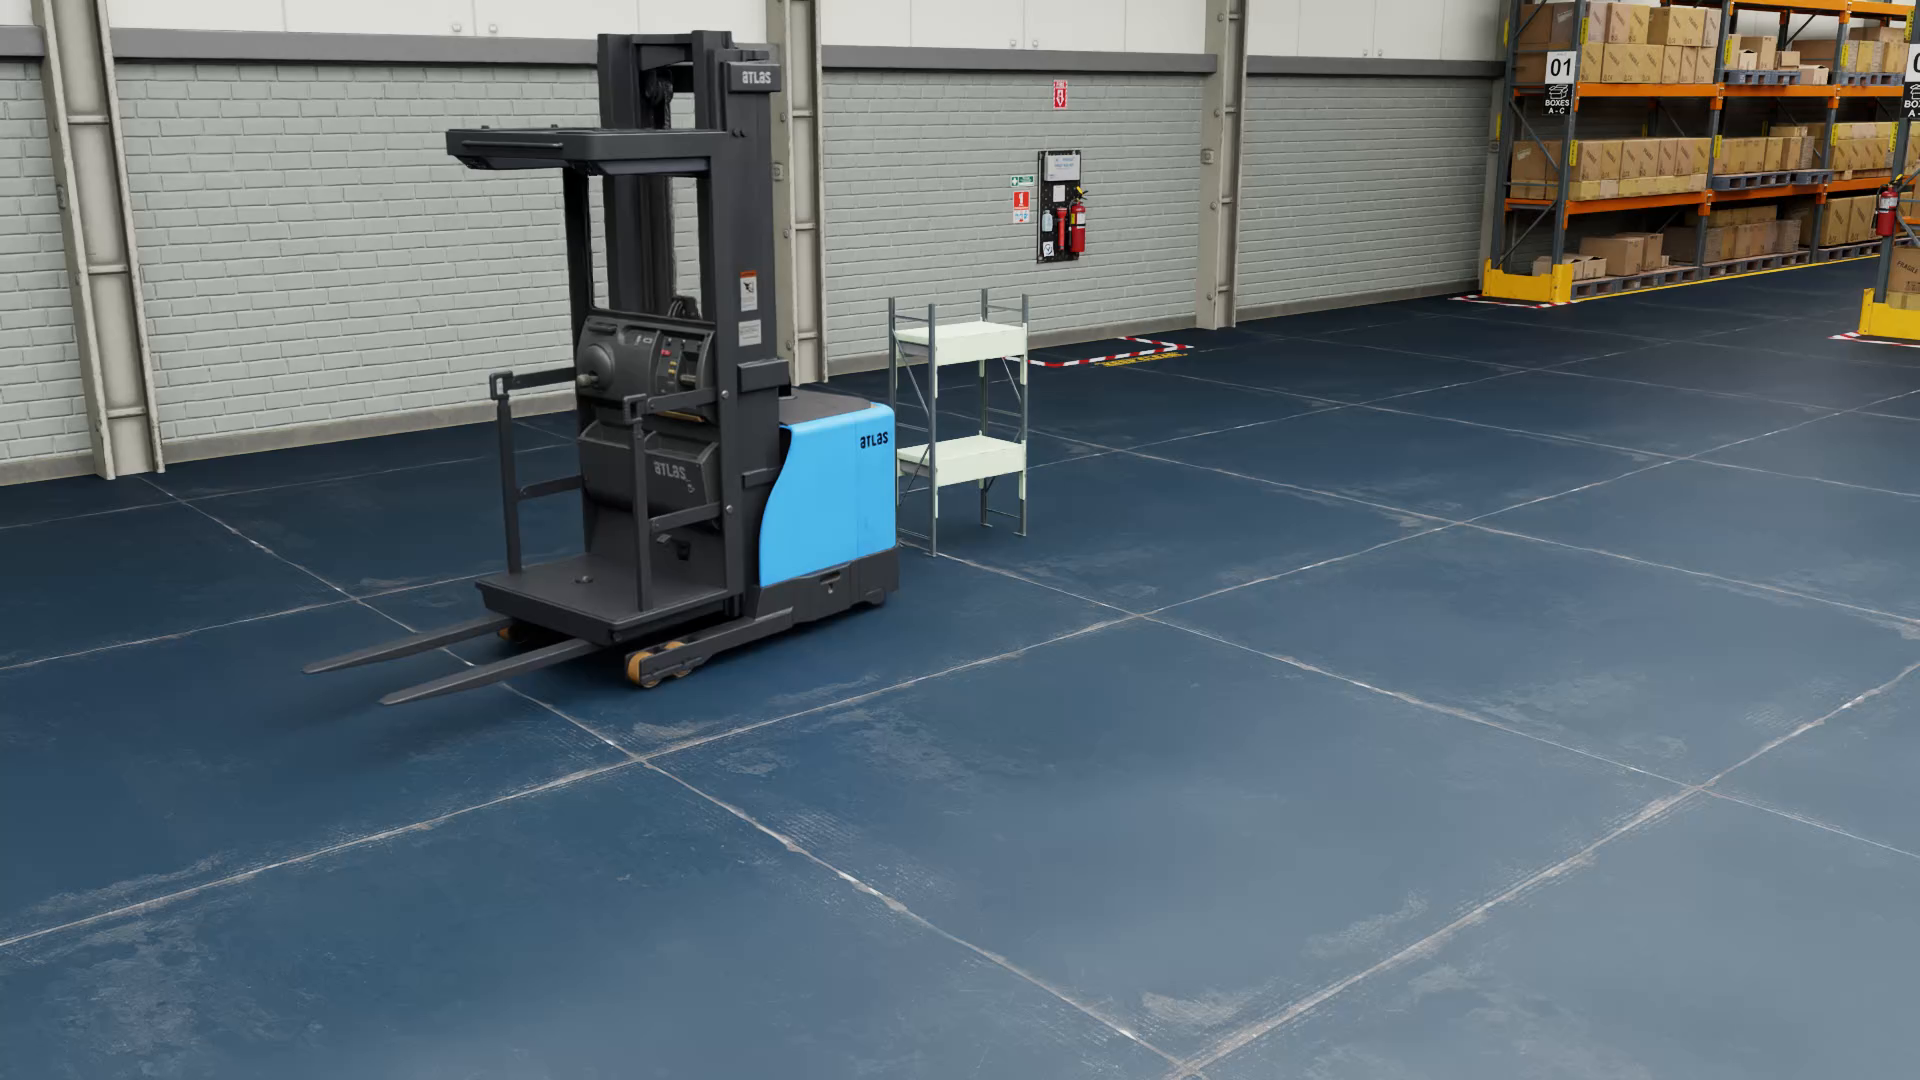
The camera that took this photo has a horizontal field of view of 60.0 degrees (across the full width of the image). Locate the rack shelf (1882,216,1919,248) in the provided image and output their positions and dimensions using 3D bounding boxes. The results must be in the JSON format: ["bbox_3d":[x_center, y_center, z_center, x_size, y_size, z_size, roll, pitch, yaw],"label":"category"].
[{"bbox_3d":[12.349,-3.731,19.801,4.000,0.370,1.077,-13,19,-39],"label":"rack shelf"}]

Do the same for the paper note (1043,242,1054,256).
[{"bbox_3d":[0.951,-3.121,17.829,0.142,0.148,0.016,-13,19,-39],"label":"paper note"}]

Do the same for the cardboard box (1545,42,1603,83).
[{"bbox_3d":[8.002,-6.219,21.675,0.500,0.500,0.500,-12,19,-38],"label":"cardboard box"}]

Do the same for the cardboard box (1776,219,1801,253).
[{"bbox_3d":[13.111,-4.932,26.893,0.500,0.500,0.700,-12,19,-39],"label":"cardboard box"}]

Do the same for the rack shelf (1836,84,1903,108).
[{"bbox_3d":[15.129,-7.500,28.096,4.000,0.370,1.077,-13,19,-39],"label":"rack shelf"}]

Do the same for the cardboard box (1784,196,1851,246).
[{"bbox_3d":[14.261,-5.322,27.715,0.750,0.750,0.750,-13,20,-40],"label":"cardboard box"}]

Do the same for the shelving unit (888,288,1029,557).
[{"bbox_3d":[-0.005,-0.723,10.052,0.755,1.500,0.431,-13,19,-39],"label":"shelving unit"}]

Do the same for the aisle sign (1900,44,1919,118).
[{"bbox_3d":[10.598,-5.042,18.277,0.004,0.787,0.394,-13,19,-39],"label":"aisle sign"}]

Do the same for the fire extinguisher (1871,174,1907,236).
[{"bbox_3d":[10.446,-3.773,18.713,0.183,0.674,0.296,-13,19,-39],"label":"fire extinguisher"}]

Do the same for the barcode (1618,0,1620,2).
[{"bbox_3d":[9.272,-7.597,23.384,0.075,0.075,0.001,-13,19,-39],"label":"barcode"}]

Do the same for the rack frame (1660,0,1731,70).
[{"bbox_3d":[10.603,-8.280,23.810,0.127,3.000,1.000,-13,19,-39],"label":"rack frame"}]

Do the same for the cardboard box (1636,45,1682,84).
[{"bbox_3d":[9.601,-6.571,22.991,0.500,0.500,0.500,-14,20,-41],"label":"cardboard box"}]

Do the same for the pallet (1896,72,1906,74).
[{"bbox_3d":[17.262,-8.280,29.794,1.213,0.211,1.003,-13,19,-39],"label":"pallet"}]

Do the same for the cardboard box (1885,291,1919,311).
[{"bbox_3d":[11.051,-2.763,19.296,0.500,0.250,0.500,-13,19,-39],"label":"cardboard box"}]

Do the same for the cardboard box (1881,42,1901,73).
[{"bbox_3d":[15.524,-8.212,28.323,0.500,0.500,0.700,-13,20,-40],"label":"cardboard box"}]

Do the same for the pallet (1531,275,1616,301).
[{"bbox_3d":[8.279,-3.500,22.945,1.213,0.211,1.003,-13,19,-39],"label":"pallet"}]

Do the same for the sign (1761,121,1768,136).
[{"bbox_3d":[13.254,-6.726,27.374,0.005,0.325,0.100,-13,19,-39],"label":"sign"}]

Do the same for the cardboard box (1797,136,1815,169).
[{"bbox_3d":[13.272,-6.238,26.746,0.700,0.500,0.500,13,20,40],"label":"cardboard box"}]

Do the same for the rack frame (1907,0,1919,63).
[{"bbox_3d":[10.840,-6.639,17.666,0.127,3.000,1.000,-13,19,-39],"label":"rack frame"}]

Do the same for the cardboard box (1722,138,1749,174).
[{"bbox_3d":[11.435,-5.815,25.162,0.500,0.500,0.700,-10,18,-34],"label":"cardboard box"}]

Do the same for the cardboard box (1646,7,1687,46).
[{"bbox_3d":[9.609,-7.049,22.844,0.500,0.500,0.500,-14,20,-41],"label":"cardboard box"}]

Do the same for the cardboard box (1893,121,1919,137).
[{"bbox_3d":[16.453,-7.172,29.025,0.500,0.250,0.500,-12,19,-38],"label":"cardboard box"}]

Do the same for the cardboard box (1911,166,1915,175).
[{"bbox_3d":[16.569,-6.513,29.267,0.250,0.149,0.380,-12,19,-39],"label":"cardboard box"}]

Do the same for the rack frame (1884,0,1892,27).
[{"bbox_3d":[16.638,-9.635,28.884,0.127,3.000,1.000,-13,19,-39],"label":"rack frame"}]

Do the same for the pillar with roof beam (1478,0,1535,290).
[{"bbox_3d":[10.372,-7.051,19.210,0.400,9.000,9.100,-13,19,-39],"label":"pillar with roof beam"}]

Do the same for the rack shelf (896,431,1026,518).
[{"bbox_3d":[-0.005,-0.408,10.136,0.720,0.370,0.431,-13,19,-39],"label":"rack shelf"}]

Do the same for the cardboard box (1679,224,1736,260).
[{"bbox_3d":[11.504,-4.612,25.694,0.500,0.500,0.700,-13,20,-40],"label":"cardboard box"}]

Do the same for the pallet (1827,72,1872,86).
[{"bbox_3d":[14.071,-7.537,27.206,1.003,0.211,1.213,-12,19,-37],"label":"pallet"}]

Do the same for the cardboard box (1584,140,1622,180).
[{"bbox_3d":[8.522,-5.108,22.358,0.500,0.500,0.500,-13,19,-39],"label":"cardboard box"}]

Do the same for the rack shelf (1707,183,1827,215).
[{"bbox_3d":[12.112,-5.373,25.946,4.000,0.370,1.077,-13,19,-39],"label":"rack shelf"}]

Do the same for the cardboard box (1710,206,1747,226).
[{"bbox_3d":[11.867,-5.041,25.847,0.500,0.250,0.500,-13,20,-41],"label":"cardboard box"}]

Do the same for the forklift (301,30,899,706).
[{"bbox_3d":[-1.657,-0.878,7.857,1.130,2.935,3.031,12,19,38],"label":"forklift"}]

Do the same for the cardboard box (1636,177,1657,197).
[{"bbox_3d":[9.315,-4.923,23.120,0.500,0.250,0.500,-12,19,-39],"label":"cardboard box"}]

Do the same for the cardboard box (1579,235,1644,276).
[{"bbox_3d":[9.183,-4.020,23.477,0.500,0.500,0.700,-14,21,-43],"label":"cardboard box"}]

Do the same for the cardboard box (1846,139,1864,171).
[{"bbox_3d":[14.556,-6.380,27.514,0.500,0.500,0.500,-12,19,-38],"label":"cardboard box"}]

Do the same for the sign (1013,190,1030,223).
[{"bbox_3d":[0.645,-3.507,17.497,0.234,0.329,0.001,-13,19,-39],"label":"sign"}]

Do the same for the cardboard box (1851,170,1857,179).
[{"bbox_3d":[14.772,-6.140,27.872,0.250,0.149,0.380,-12,19,-38],"label":"cardboard box"}]

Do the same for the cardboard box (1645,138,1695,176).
[{"bbox_3d":[10.076,-5.455,23.659,0.500,0.500,0.500,-13,20,-40],"label":"cardboard box"}]

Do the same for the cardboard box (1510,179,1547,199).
[{"bbox_3d":[7.811,-4.758,22.502,0.500,0.250,0.500,-12,19,-39],"label":"cardboard box"}]

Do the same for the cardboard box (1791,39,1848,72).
[{"bbox_3d":[13.942,-7.861,27.008,0.700,0.500,0.500,14,21,43],"label":"cardboard box"}]

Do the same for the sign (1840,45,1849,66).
[{"bbox_3d":[13.975,-7.652,26.271,0.005,0.325,0.100,-13,19,-39],"label":"sign"}]

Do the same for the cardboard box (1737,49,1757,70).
[{"bbox_3d":[11.532,-7.172,24.834,0.500,0.311,0.500,-12,19,-38],"label":"cardboard box"}]

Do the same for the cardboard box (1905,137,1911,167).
[{"bbox_3d":[16.077,-6.723,28.797,0.500,0.500,0.500,-12,19,-39],"label":"cardboard box"}]

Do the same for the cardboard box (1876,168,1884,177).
[{"bbox_3d":[15.582,-6.306,28.494,0.250,0.149,0.380,-13,20,-41],"label":"cardboard box"}]

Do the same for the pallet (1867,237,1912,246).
[{"bbox_3d":[16.105,-5.244,29.474,1.213,0.211,1.003,-13,19,-39],"label":"pallet"}]

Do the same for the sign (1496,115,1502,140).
[{"bbox_3d":[7.236,-5.527,22.275,0.005,0.325,0.100,-13,19,-39],"label":"sign"}]

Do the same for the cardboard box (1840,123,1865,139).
[{"bbox_3d":[14.537,-6.741,27.412,0.500,0.250,0.500,-13,20,-40],"label":"cardboard box"}]
